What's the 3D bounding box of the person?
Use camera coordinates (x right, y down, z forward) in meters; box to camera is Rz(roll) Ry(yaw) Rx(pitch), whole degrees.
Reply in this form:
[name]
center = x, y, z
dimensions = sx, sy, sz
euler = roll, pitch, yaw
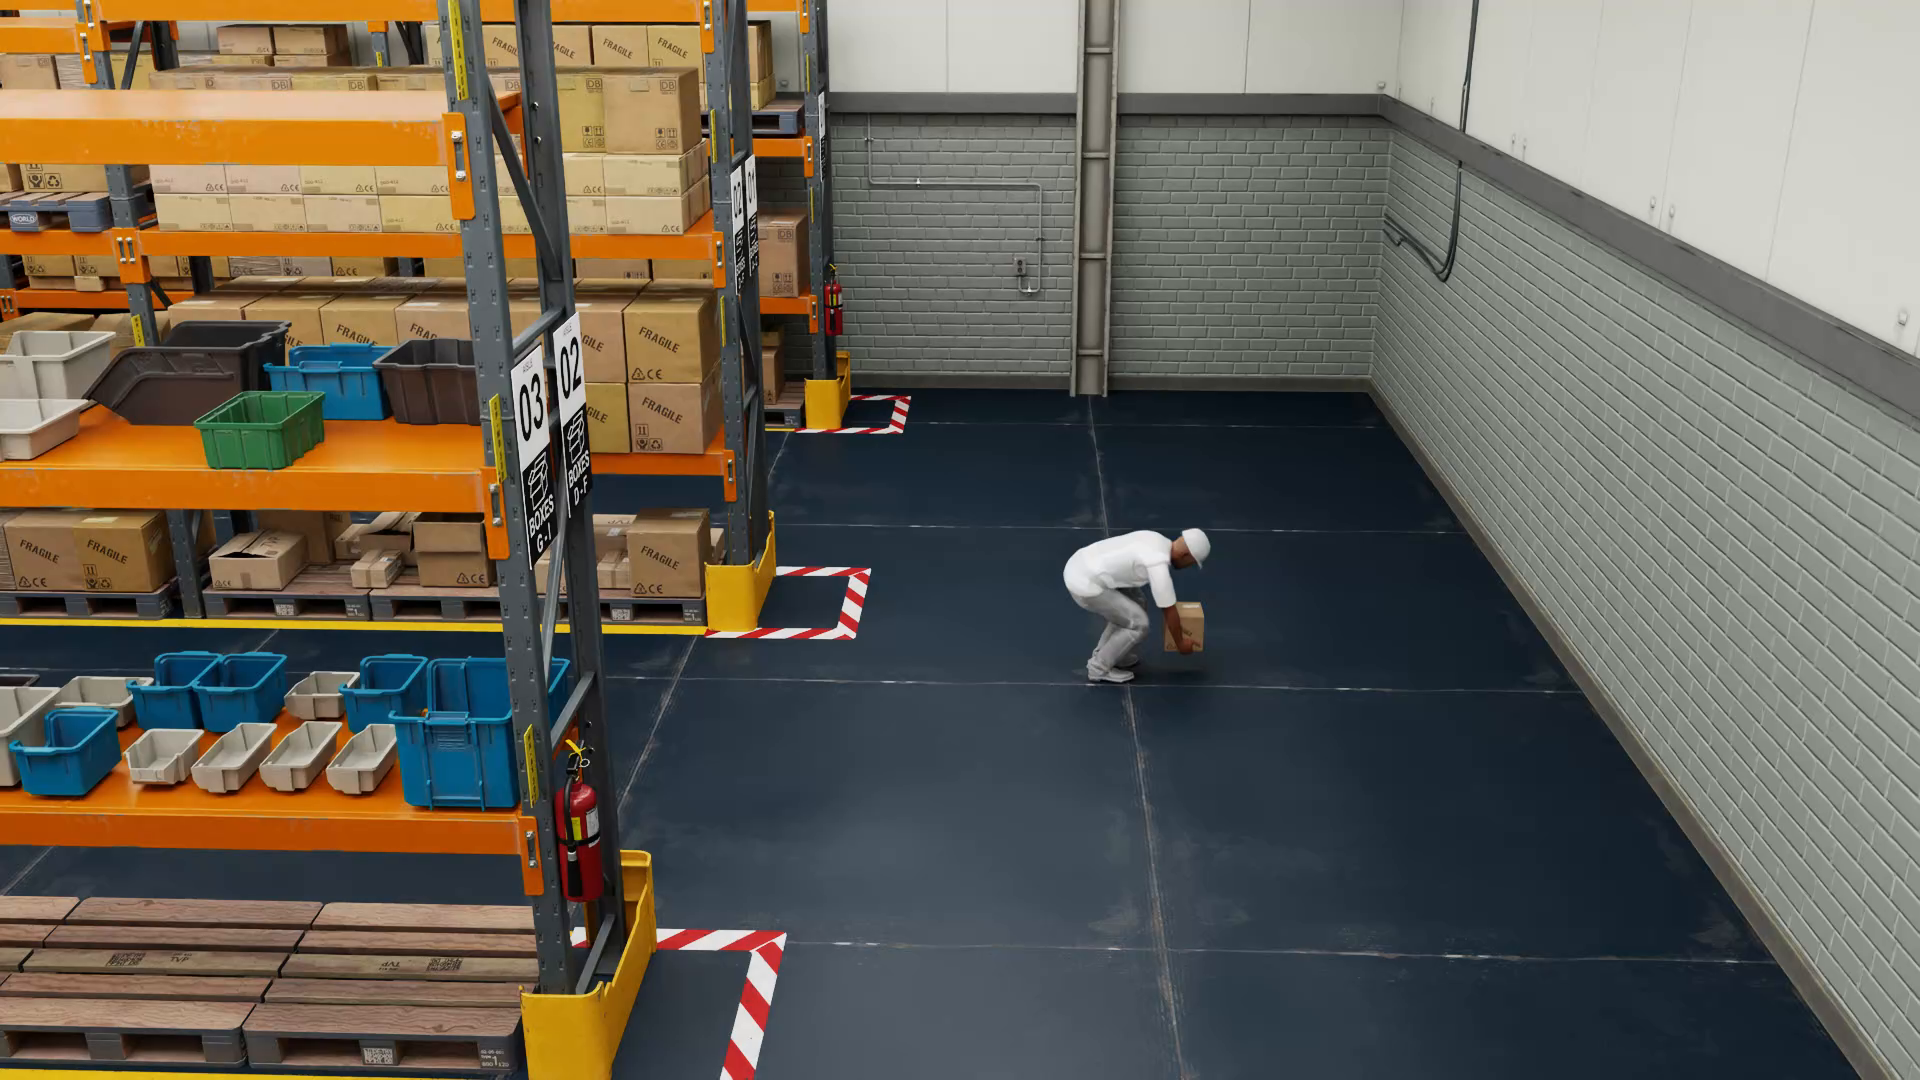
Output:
[person]
center = 1.164, 0.407, 11.037
dimensions = 0.956, 1.012, 0.526
euler = 0, 21, -1
